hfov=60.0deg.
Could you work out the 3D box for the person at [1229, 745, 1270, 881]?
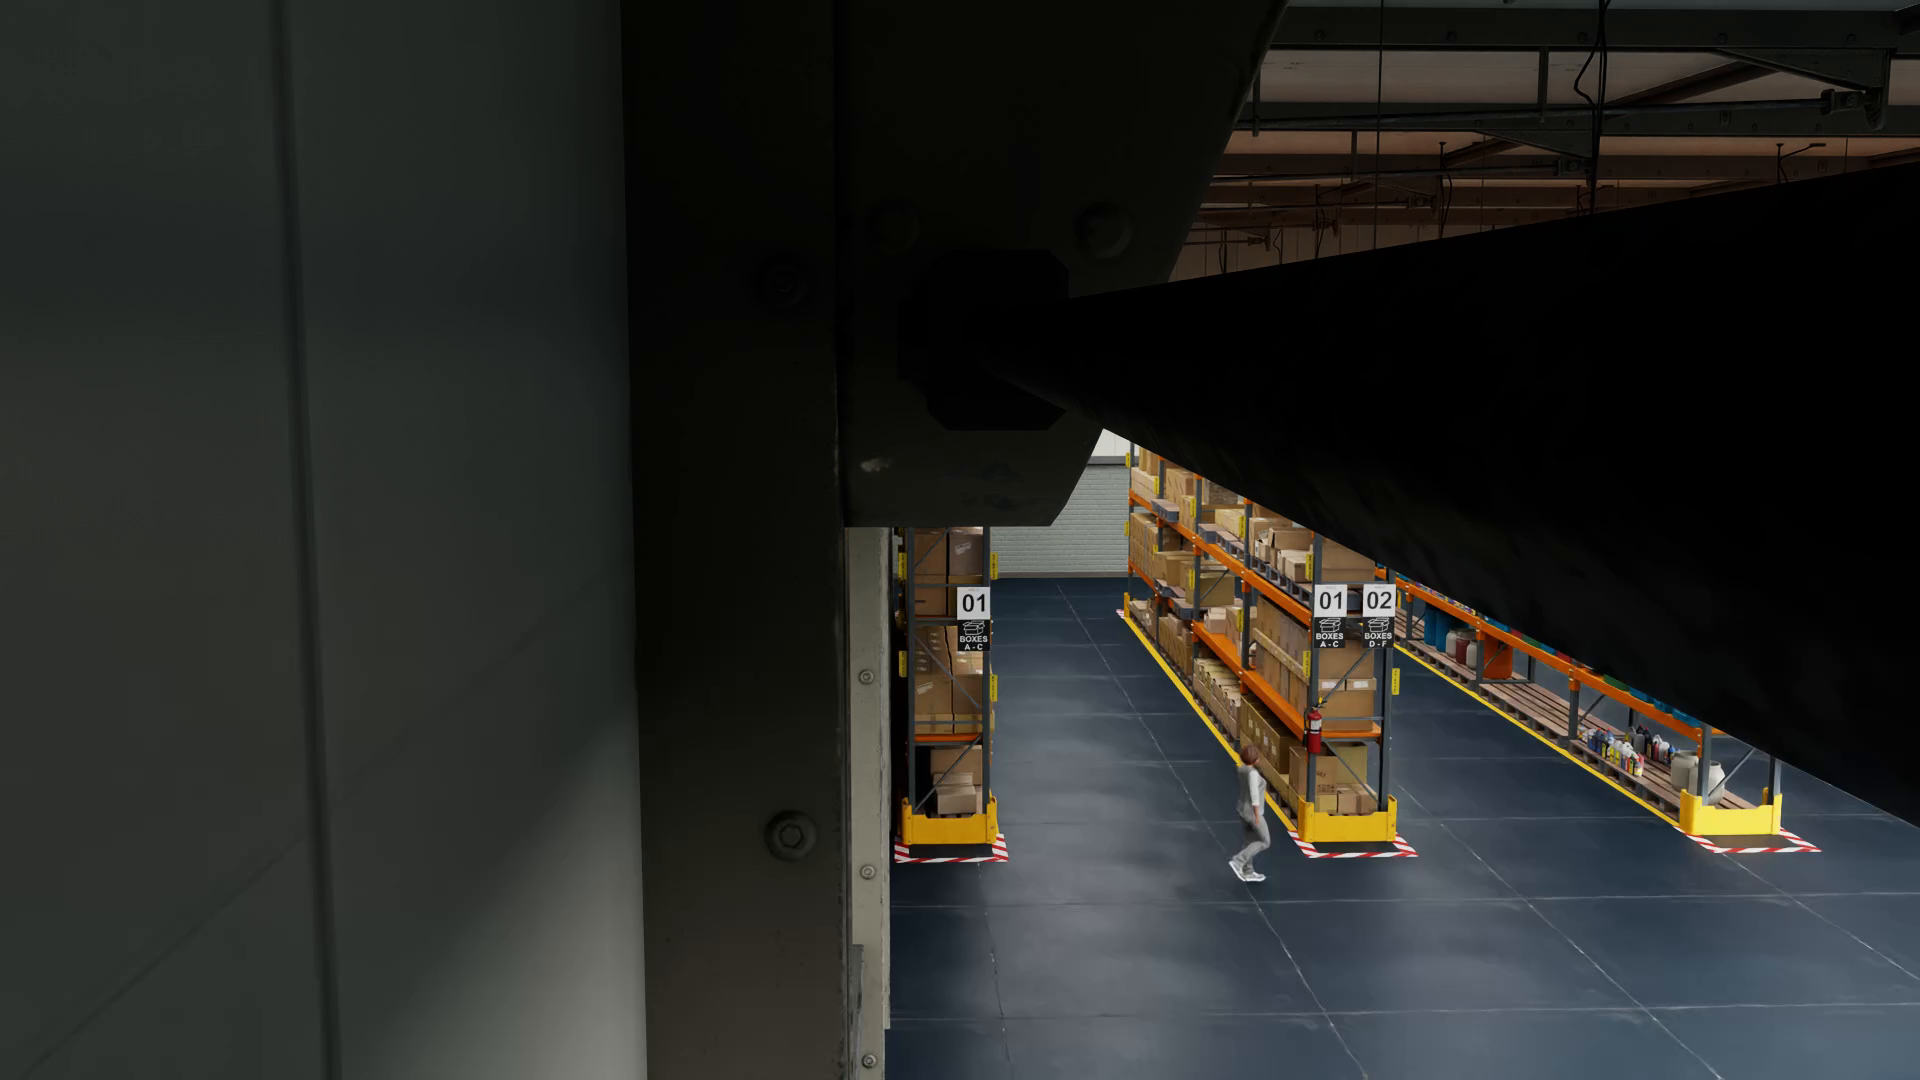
[{"bbox_3d":[3.261,3.115,18.892,0.489,1.596,0.428,-2,8,-15],"label":"person"}]
